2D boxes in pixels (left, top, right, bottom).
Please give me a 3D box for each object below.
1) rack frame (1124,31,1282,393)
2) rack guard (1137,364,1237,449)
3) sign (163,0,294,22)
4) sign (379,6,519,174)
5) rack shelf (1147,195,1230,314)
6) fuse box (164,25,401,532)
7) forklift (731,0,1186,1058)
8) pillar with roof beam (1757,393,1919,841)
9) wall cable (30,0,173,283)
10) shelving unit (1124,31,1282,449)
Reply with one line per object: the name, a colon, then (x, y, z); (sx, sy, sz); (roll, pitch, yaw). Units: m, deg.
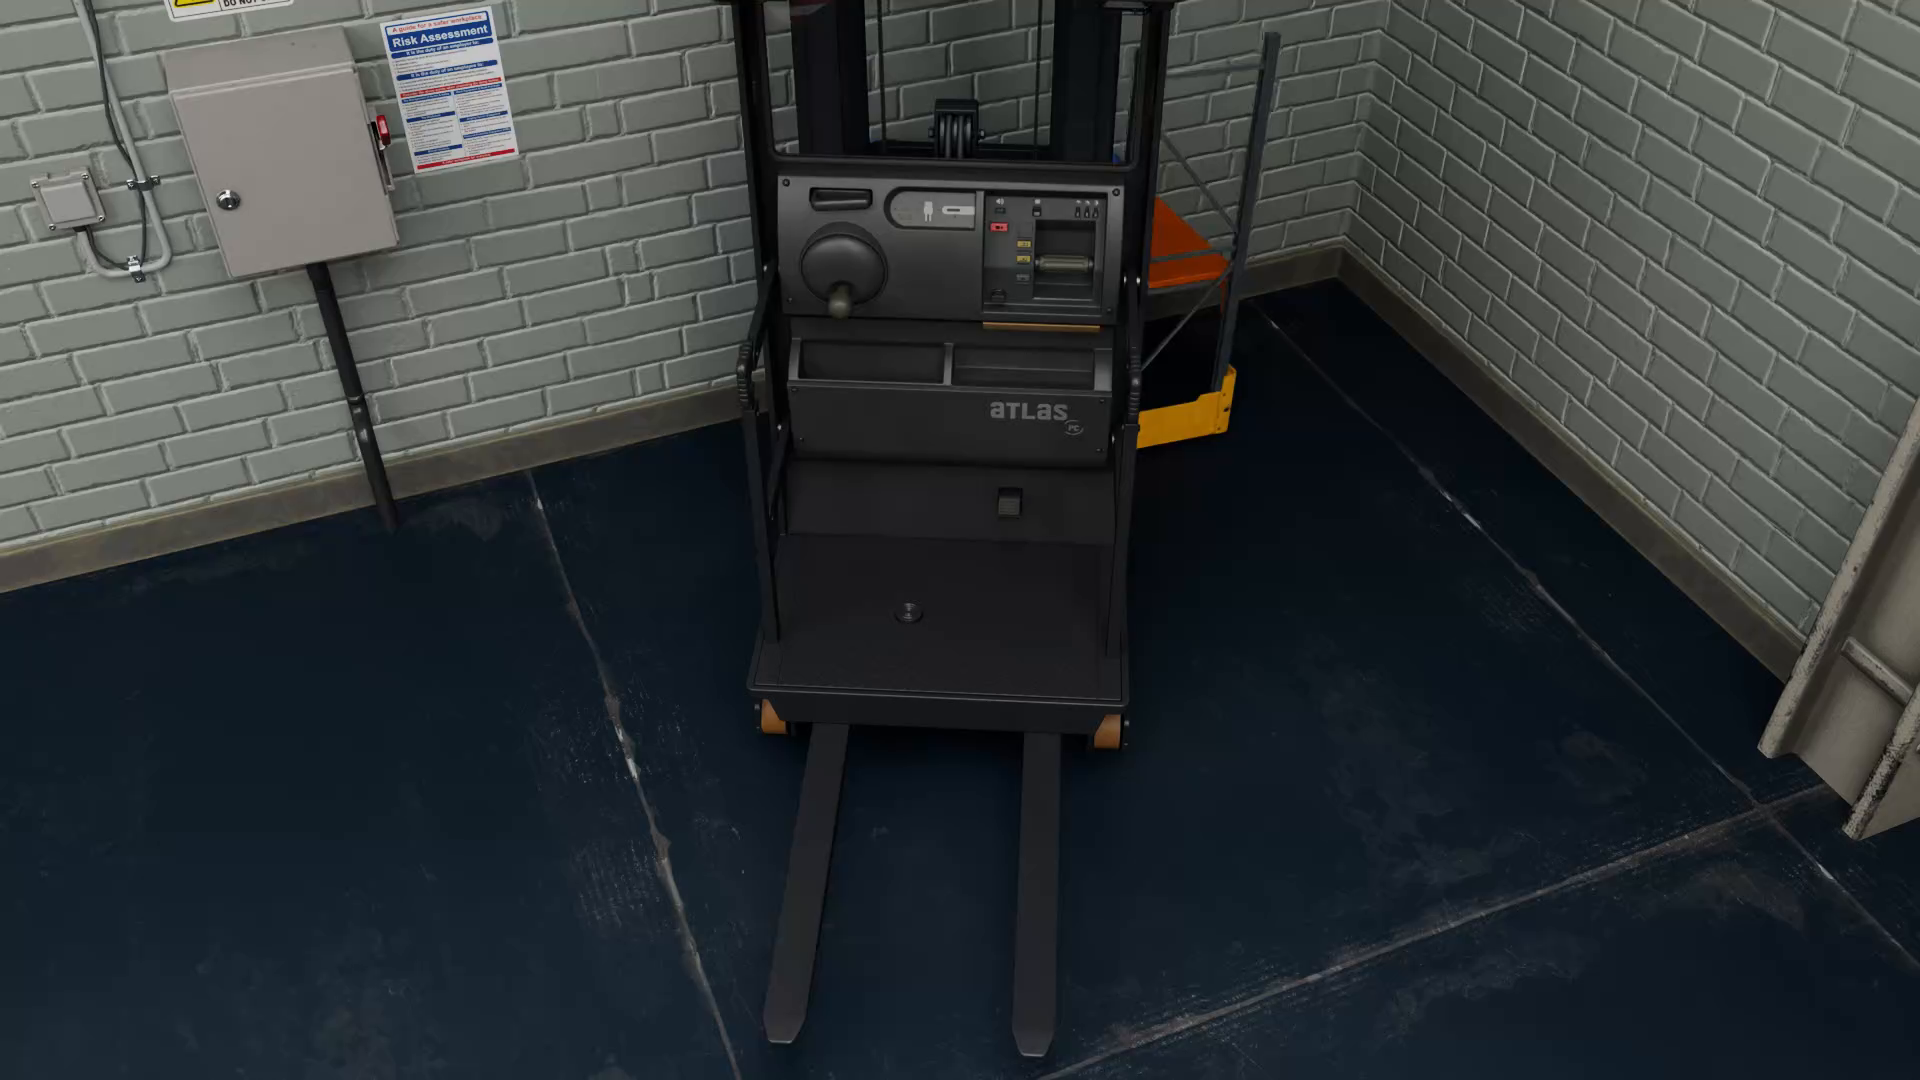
rack frame: (0.748, -0.959, 5.635); (0.500, 1.500, 0.032); (-12, 39, -19)
rack guard: (0.716, -0.470, 6.024); (0.587, 0.250, 0.087); (-12, 39, -19)
sign: (-2.075, -1.596, 4.672); (0.339, 0.242, 0.001); (-15, 43, -17)
sign: (-1.568, -1.384, 5.131); (0.329, 0.494, 0.001); (-15, 43, -17)
rack shelf: (0.553, -1.105, 6.116); (0.538, 0.185, 1.000); (-12, 39, -19)
fuse box: (-1.945, -0.683, 5.232); (0.539, 1.711, 0.414); (-15, 43, -17)
forklift: (-0.038, -0.706, 4.322); (1.130, 2.935, 3.031); (2, 41, 3)
pillar with roof beam: (-1.354, -1.635, 0.749); (9.100, 9.000, 0.400); (-15, 43, -17)
wall cable: (-2.636, -1.481, 4.393); (0.588, 1.984, 0.122); (-15, 43, -17)
shelving unit: (0.557, -1.253, 6.015); (0.587, 1.500, 1.083); (-12, 39, -19)
